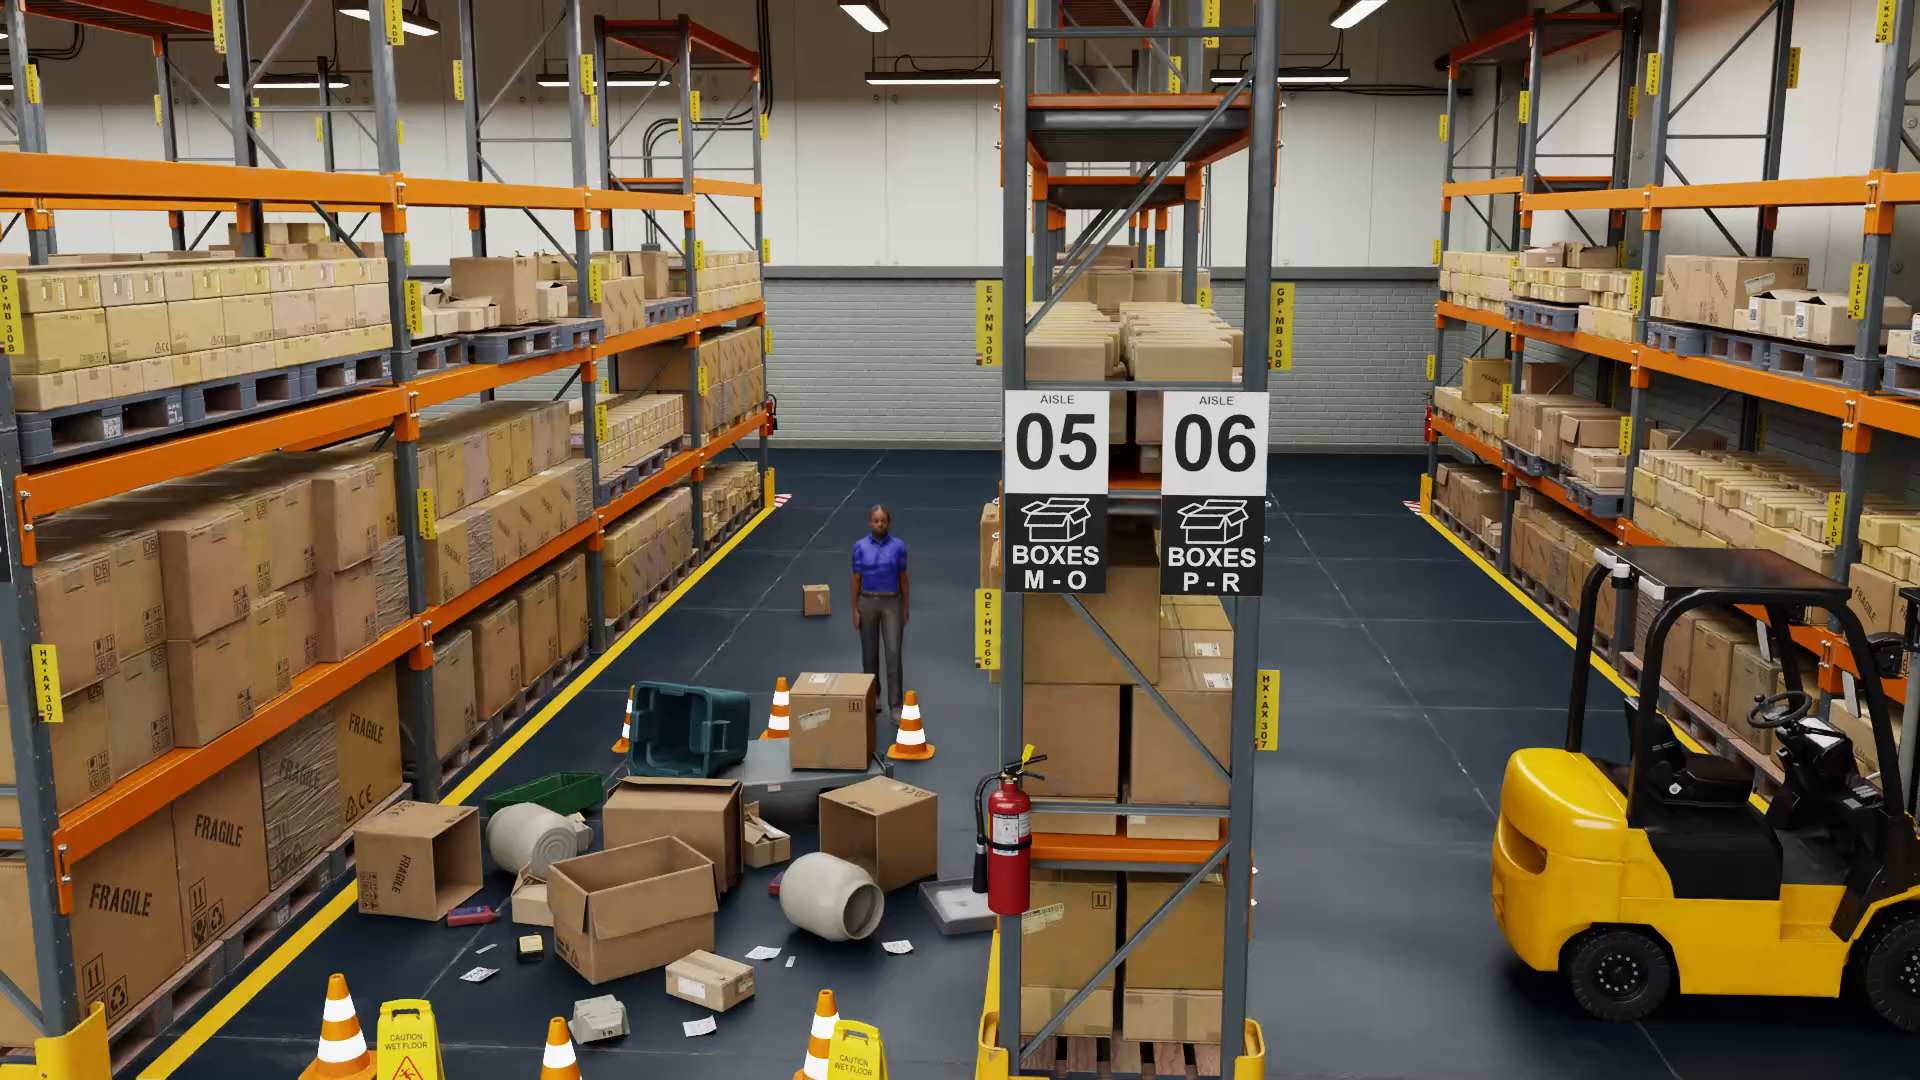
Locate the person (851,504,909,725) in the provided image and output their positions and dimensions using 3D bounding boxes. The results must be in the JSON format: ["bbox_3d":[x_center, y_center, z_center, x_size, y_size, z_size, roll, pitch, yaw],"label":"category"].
[{"bbox_3d":[-0.622,0.563,12.958,0.448,1.645,0.714,-1,11,-3],"label":"person"}]
